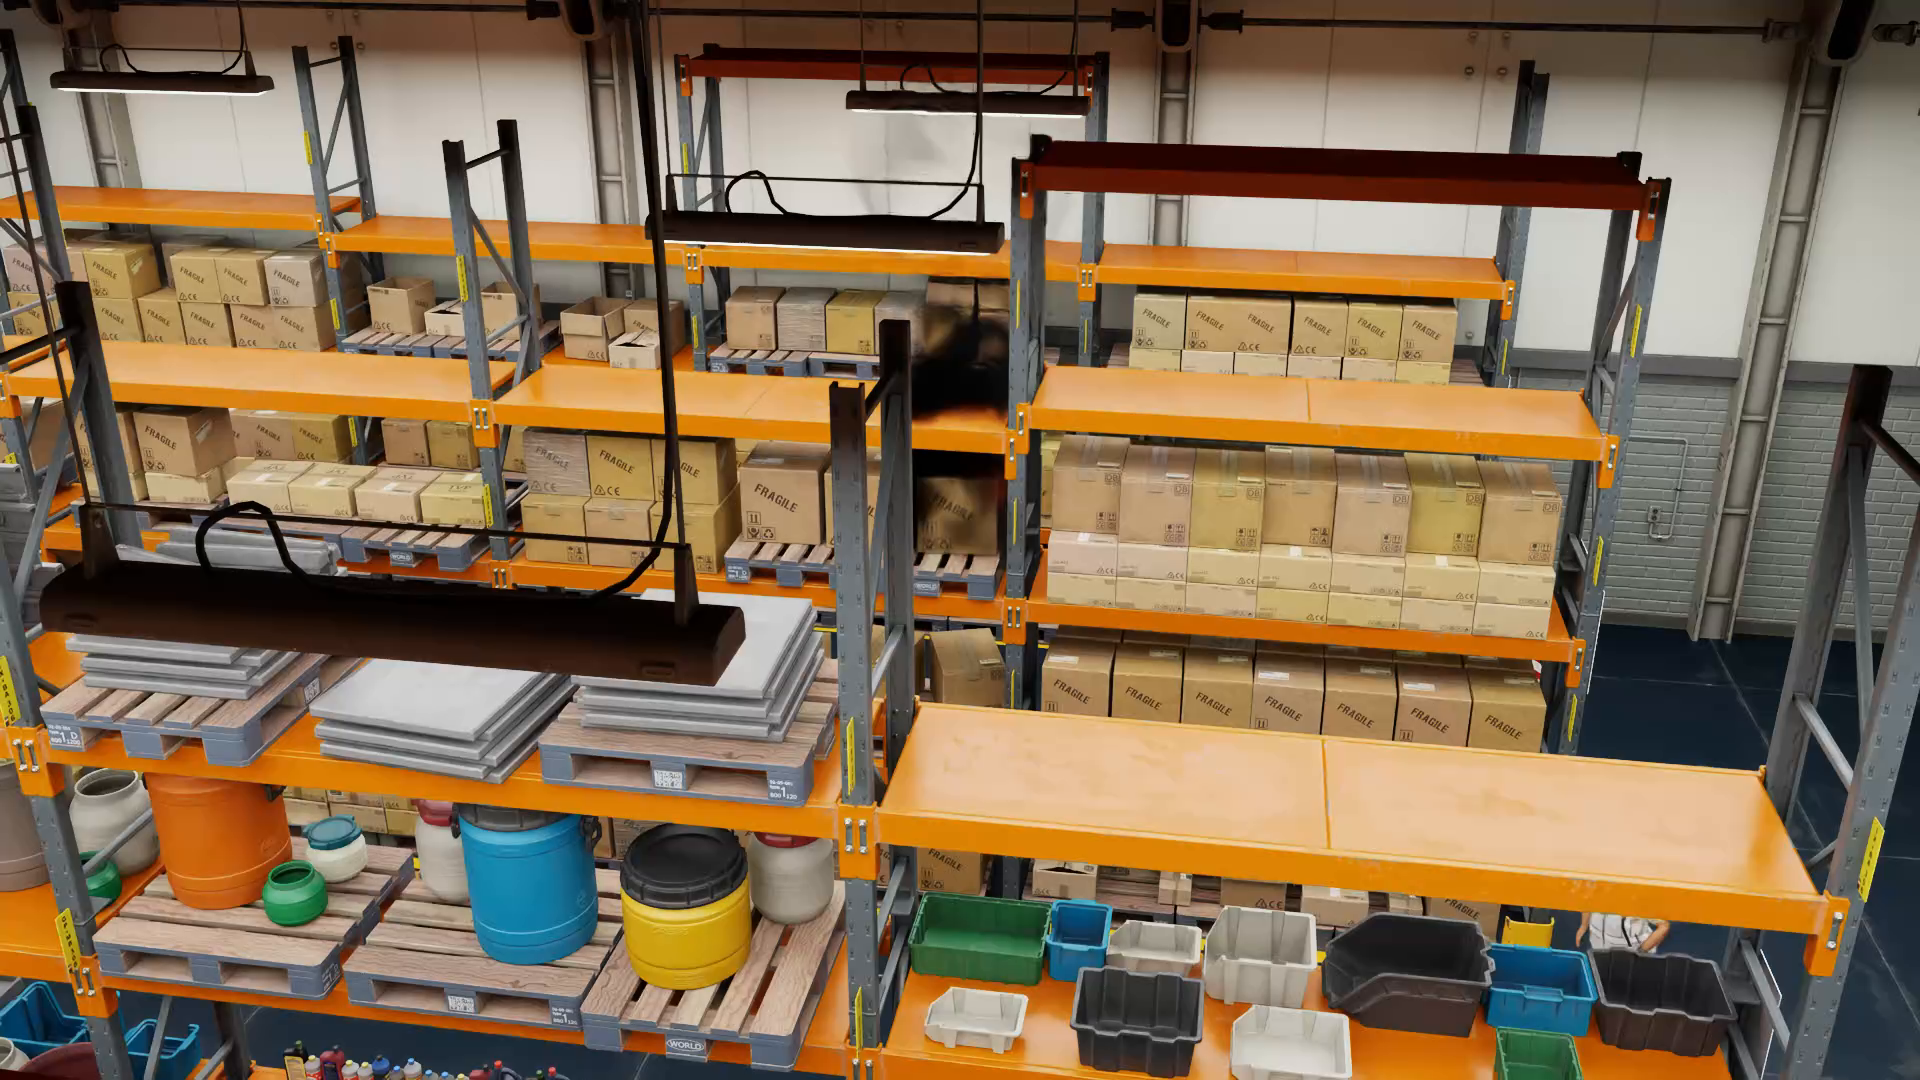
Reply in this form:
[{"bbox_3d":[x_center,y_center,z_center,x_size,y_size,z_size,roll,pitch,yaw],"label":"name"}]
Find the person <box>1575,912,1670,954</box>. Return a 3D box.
[{"bbox_3d":[4.599,2.840,11.607,0.691,1.619,0.685,-13,26,-27],"label":"person"}]
